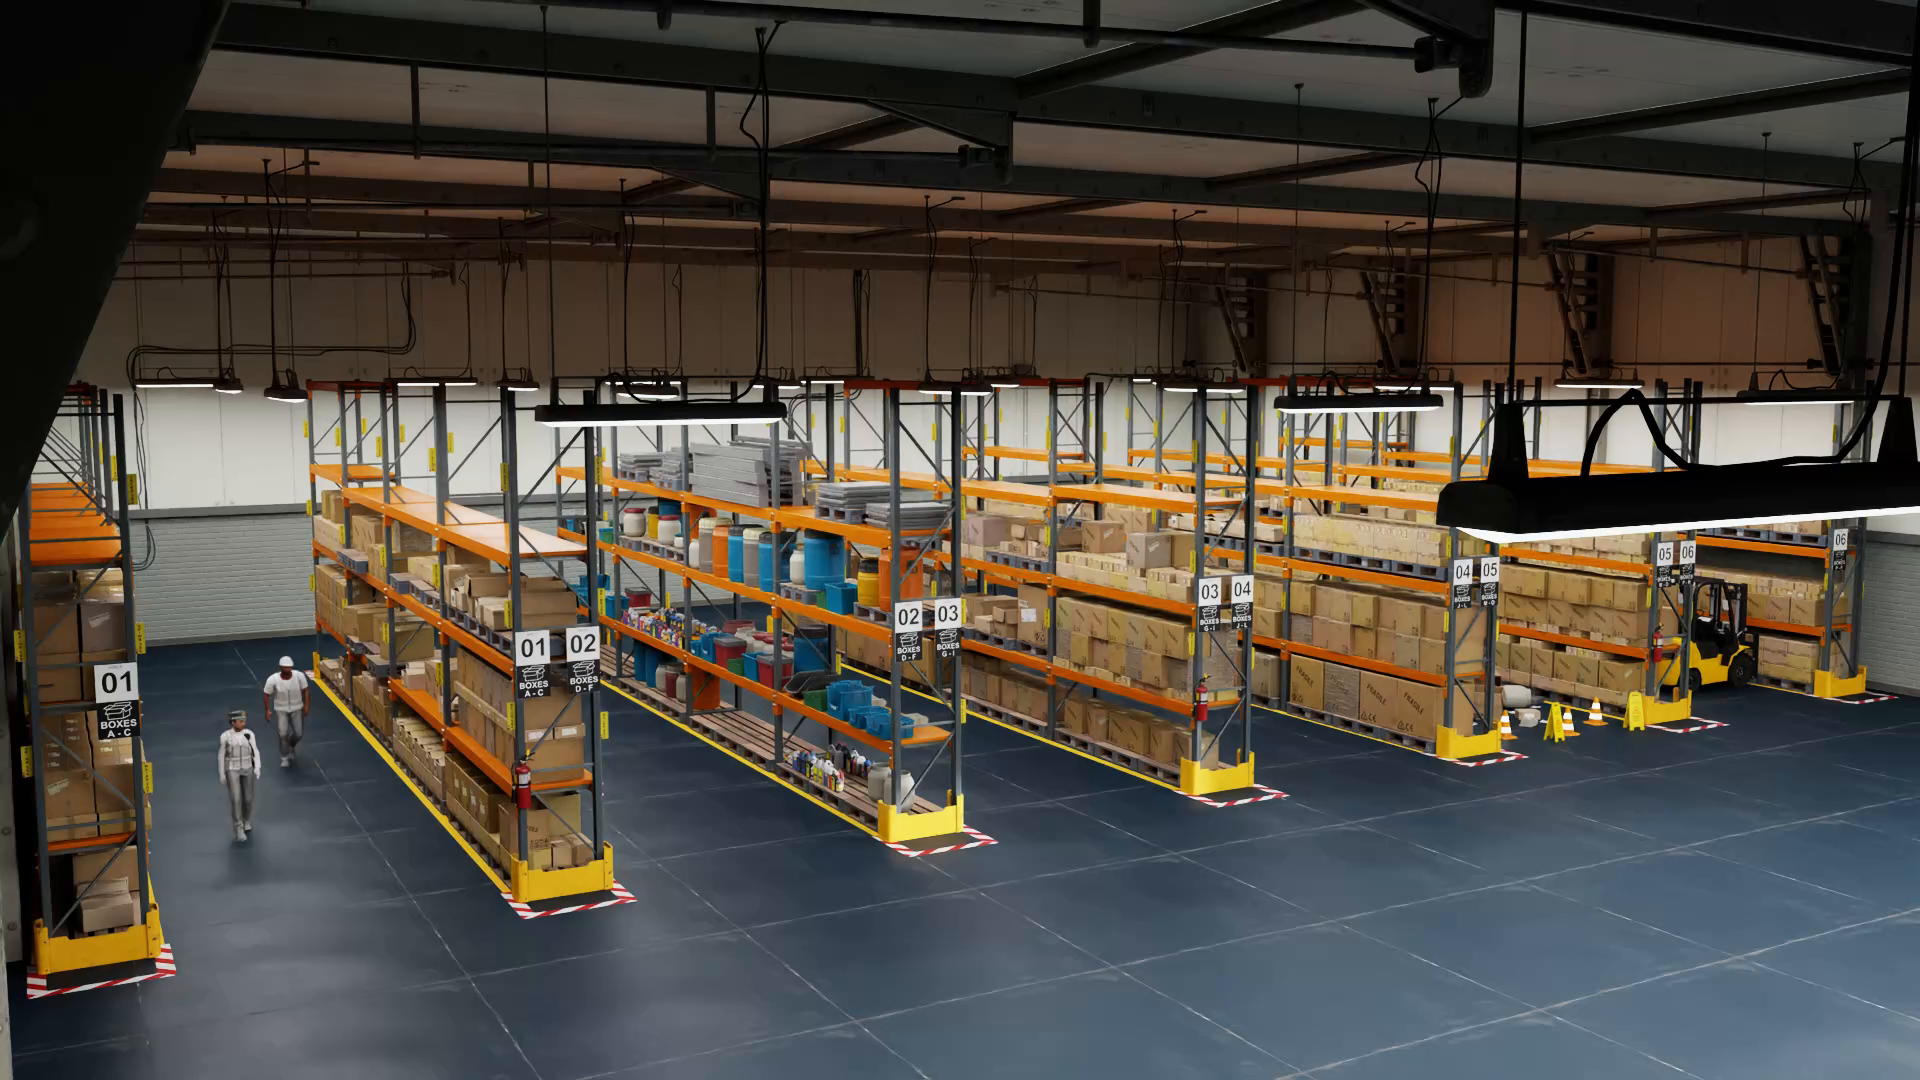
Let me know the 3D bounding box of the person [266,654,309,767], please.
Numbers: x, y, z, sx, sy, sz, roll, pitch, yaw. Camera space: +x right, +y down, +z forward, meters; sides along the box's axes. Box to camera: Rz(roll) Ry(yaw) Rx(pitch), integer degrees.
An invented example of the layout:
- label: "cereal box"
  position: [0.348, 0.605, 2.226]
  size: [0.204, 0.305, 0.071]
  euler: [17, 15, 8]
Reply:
- label: "person"
  position: [-10.618, 2.696, 26.247]
  size: [0.684, 1.807, 0.453]
  euler: [-6, 8, -44]

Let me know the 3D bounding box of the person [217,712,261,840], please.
- label: "person"
  position: [-9.645, 3.160, 22.394]
  size: [0.678, 1.649, 0.507]
  euler: [5, 8, 41]
